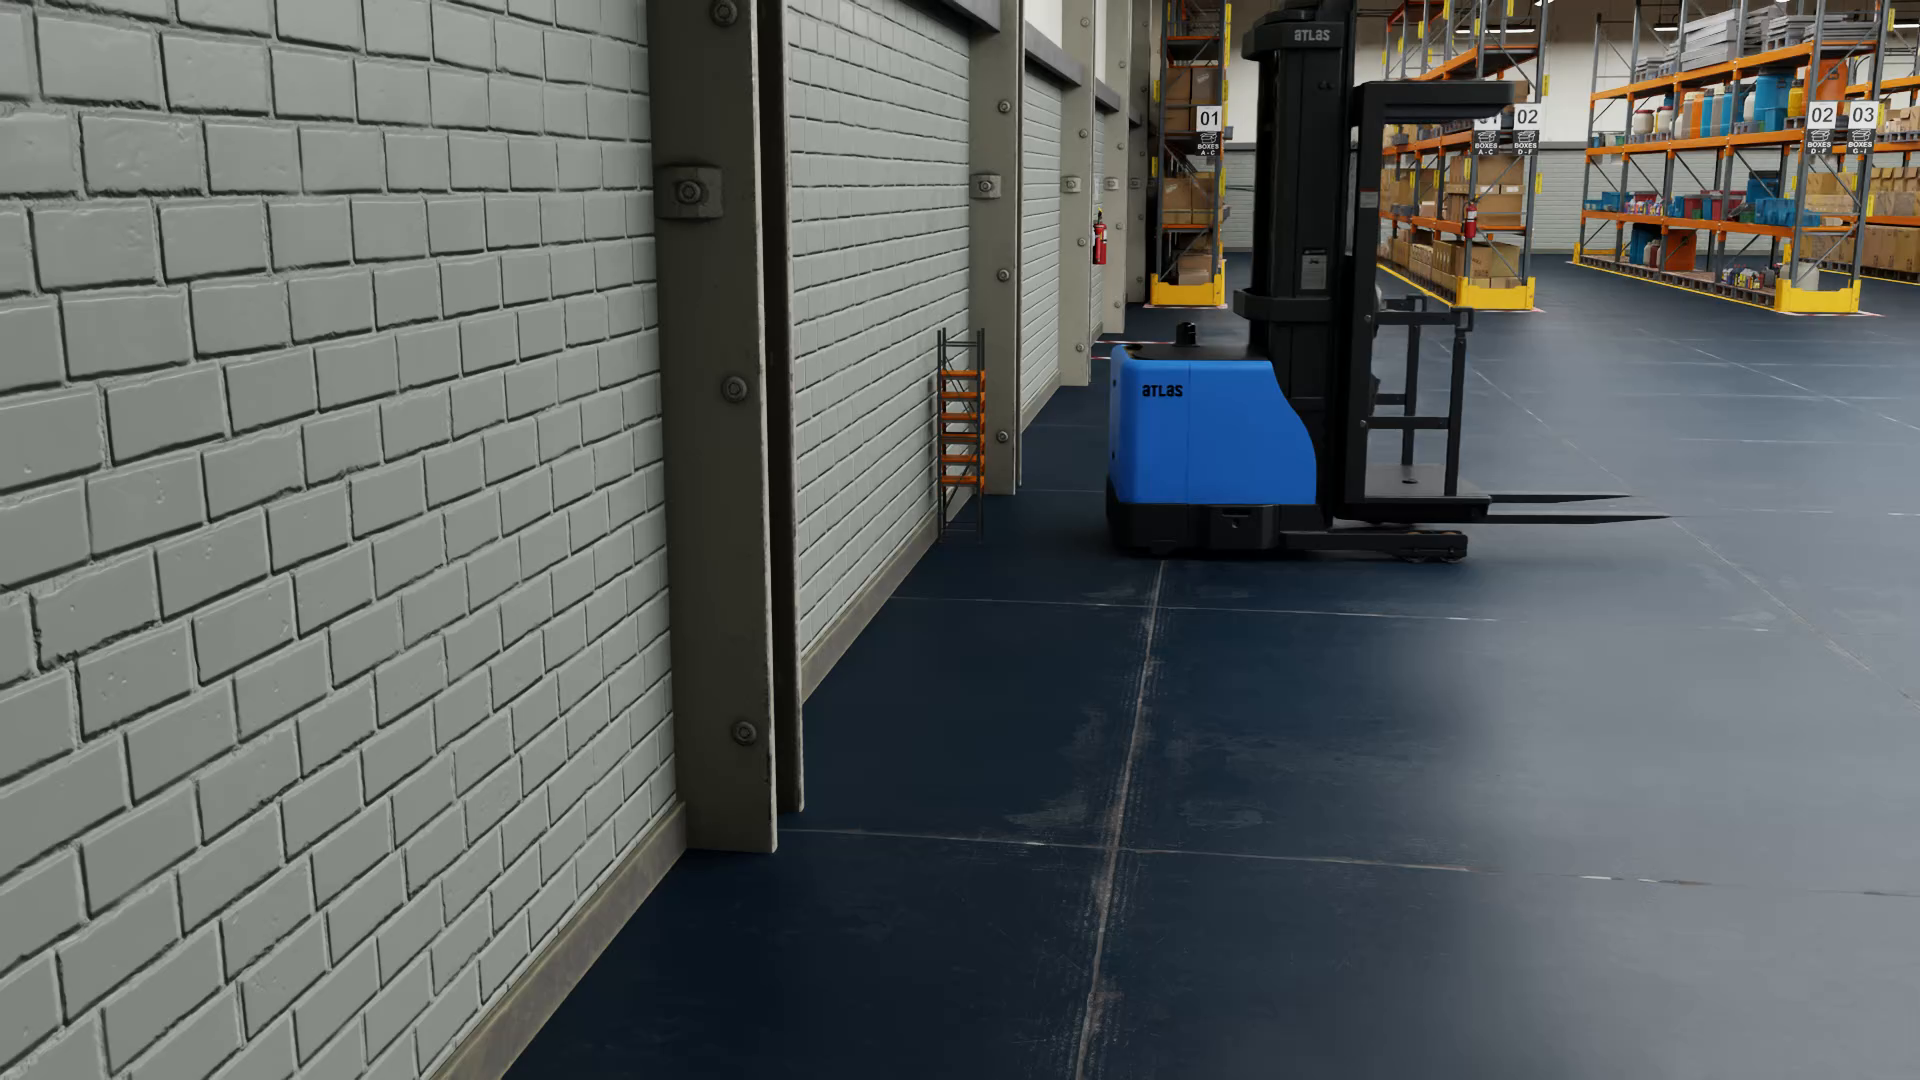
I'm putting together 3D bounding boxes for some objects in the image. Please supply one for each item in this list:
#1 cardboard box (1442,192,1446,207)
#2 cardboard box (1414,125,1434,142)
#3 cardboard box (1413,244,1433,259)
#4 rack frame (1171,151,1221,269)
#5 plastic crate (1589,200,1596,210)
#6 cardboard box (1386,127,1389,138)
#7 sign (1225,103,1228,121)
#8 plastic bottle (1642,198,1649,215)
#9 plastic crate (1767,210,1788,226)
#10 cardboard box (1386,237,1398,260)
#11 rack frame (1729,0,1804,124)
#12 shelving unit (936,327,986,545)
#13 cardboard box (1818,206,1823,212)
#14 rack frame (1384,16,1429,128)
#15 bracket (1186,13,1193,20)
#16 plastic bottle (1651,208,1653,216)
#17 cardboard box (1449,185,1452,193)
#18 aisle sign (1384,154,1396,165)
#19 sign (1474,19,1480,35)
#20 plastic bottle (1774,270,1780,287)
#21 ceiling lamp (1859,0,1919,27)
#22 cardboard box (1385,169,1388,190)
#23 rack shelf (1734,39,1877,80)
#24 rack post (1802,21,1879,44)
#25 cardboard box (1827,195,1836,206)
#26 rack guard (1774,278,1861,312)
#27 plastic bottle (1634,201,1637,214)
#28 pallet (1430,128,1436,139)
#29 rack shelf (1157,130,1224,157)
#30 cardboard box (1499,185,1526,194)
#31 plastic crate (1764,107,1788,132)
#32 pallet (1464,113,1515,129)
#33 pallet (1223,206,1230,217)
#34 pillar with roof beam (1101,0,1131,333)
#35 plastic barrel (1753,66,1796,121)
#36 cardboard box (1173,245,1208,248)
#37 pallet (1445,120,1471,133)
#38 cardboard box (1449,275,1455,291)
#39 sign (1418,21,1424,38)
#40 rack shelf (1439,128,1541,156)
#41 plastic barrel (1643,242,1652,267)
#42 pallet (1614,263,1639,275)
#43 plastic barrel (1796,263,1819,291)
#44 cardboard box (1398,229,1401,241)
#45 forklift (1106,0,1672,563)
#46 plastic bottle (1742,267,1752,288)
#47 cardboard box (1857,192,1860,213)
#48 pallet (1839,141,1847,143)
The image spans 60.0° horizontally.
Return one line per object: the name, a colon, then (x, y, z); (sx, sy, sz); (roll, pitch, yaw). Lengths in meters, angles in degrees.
cardboard box: (9.549, -6.476, 32.185); (0.500, 0.500, 0.500); (2, 12, 9)
cardboard box: (9.906, -8.493, 34.427); (0.910, 0.500, 0.500); (2, 12, 9)
cardboard box: (9.429, -5.812, 33.543); (0.500, 0.311, 0.500); (2, 12, 7)
rack frame: (4.977, -7.046, 35.068); (1.000, 3.000, 0.127); (2, 12, 9)
plastic crate: (15.532, -8.160, 40.492); (0.416, 0.233, 0.300); (2, 12, 9)
cardboard box: (10.612, -9.882, 40.278); (0.500, 0.250, 0.500); (2, 12, 9)
sign: (4.899, -7.916, 30.760); (0.100, 0.325, 0.005); (2, 12, 9)
plastic bottle: (14.697, -7.135, 35.597); (0.144, 0.351, 0.185); (2, 12, 9)
plastic crate: (13.422, -5.236, 27.022); (0.499, 0.251, 0.408); (2, 12, 9)
cardboard box: (10.294, -6.840, 39.001); (0.500, 0.500, 0.500); (2, 12, 9)
rack frame: (14.151, -8.825, 29.083); (1.000, 3.000, 0.127); (2, 12, 9)
shelving unit: (0.007, -0.584, 9.354); (0.258, 1.200, 0.189); (2, 12, 8)
cardboard box: (20.274, -7.724, 38.808); (0.380, 0.149, 0.250); (2, 12, 7)
rack frame: (11.102, -11.484, 41.422); (1.000, 3.000, 0.127); (2, 12, 9)
bracket: (6.054, -13.896, 44.068); (0.235, 0.232, 0.430); (2, 12, 9)
plastic bottle: (14.552, -6.899, 34.856); (0.097, 0.201, 0.097); (0, 12, 0)
cardboard box: (8.947, -6.264, 29.662); (0.380, 0.149, 0.250); (2, 12, 7)
aisle sign: (10.823, -9.846, 41.890); (0.394, 0.787, 0.004); (2, 12, 9)
sign: (10.421, -10.336, 33.500); (0.100, 0.325, 0.005); (2, 12, 9)
plastic bottle: (14.152, -4.527, 28.782); (0.061, 0.283, 0.133); (2, 12, 9)
ceiling lamp: (23.808, -14.493, 41.526); (2.000, 3.185, 0.800); (2, 12, 9)
cardboard box: (10.541, -8.687, 40.070); (0.500, 0.500, 0.500); (2, 12, 8)
rack shelf: (13.843, -7.862, 27.269); (1.077, 0.370, 4.000); (2, 12, 9)
rack post: (13.777, -7.901, 25.983); (0.937, 0.300, 0.954); (3, 13, 15)
cardboard box: (20.239, -7.784, 38.141); (0.500, 0.250, 0.500); (2, 12, 10)
rack guard: (13.501, -3.855, 26.195); (1.175, 0.500, 0.348); (2, 12, 9)
plastic bottle: (14.766, -7.253, 36.307); (0.061, 0.283, 0.133); (2, 12, 9)
pallet: (9.687, -7.883, 32.281); (1.003, 0.211, 1.213); (2, 12, 11)
rack shelf: (4.054, -6.912, 29.032); (1.077, 0.370, 4.000); (2, 12, 9)
cardboard box: (8.915, -5.662, 26.867); (0.380, 0.149, 0.250); (2, 12, 8)
plastic crate: (13.531, -6.925, 27.424); (0.392, 0.384, 0.575); (2, 12, 9)
pallet: (8.776, -6.790, 26.972); (1.003, 0.211, 1.213); (2, 12, 9)
pallet: (4.972, -6.800, 34.384); (1.213, 0.211, 1.003); (2, 12, 9)
pillar with roof beam: (6.330, -7.099, 21.072); (9.100, 9.000, 0.400); (2, 12, 9)
plastic barrel: (13.892, -7.605, 28.356); (0.600, 0.901, 0.708); (2, 12, 9)
cardboard box: (4.723, -5.784, 34.102); (0.700, 0.500, 0.500); (2, 12, 9)
pallet: (9.151, -7.298, 29.329); (1.003, 0.211, 1.213); (2, 12, 9)
cardboard box: (8.497, -4.308, 27.892); (0.500, 0.250, 0.500); (2, 12, 9)
sign: (9.334, -10.330, 33.660); (0.100, 0.325, 0.005); (2, 12, 9)
rack shelf: (8.949, -6.752, 28.291); (1.077, 0.370, 4.000); (2, 12, 9)
plastic barrel: (14.996, -6.172, 35.921); (0.421, 0.512, 0.421); (0, 12, 0)
pallet: (15.221, -6.035, 36.997); (1.003, 0.211, 1.213); (2, 12, 9)
plastic barrel: (13.561, -4.188, 26.716); (0.421, 0.512, 0.421); (0, 12, 0)
cardboard box: (10.018, -6.778, 36.932); (0.500, 0.250, 0.500); (2, 12, 9)
forklift: (2.369, -1.424, 9.143); (3.031, 2.935, 1.130); (0, 12, 2)
plastic bottle: (13.493, -4.491, 28.458); (0.144, 0.351, 0.185); (2, 12, 11)
cardboard box: (19.957, -7.358, 36.280); (0.500, 0.500, 0.500); (2, 12, 9)
pallet: (20.411, -8.990, 37.180); (1.003, 0.211, 1.213); (2, 12, 9)
